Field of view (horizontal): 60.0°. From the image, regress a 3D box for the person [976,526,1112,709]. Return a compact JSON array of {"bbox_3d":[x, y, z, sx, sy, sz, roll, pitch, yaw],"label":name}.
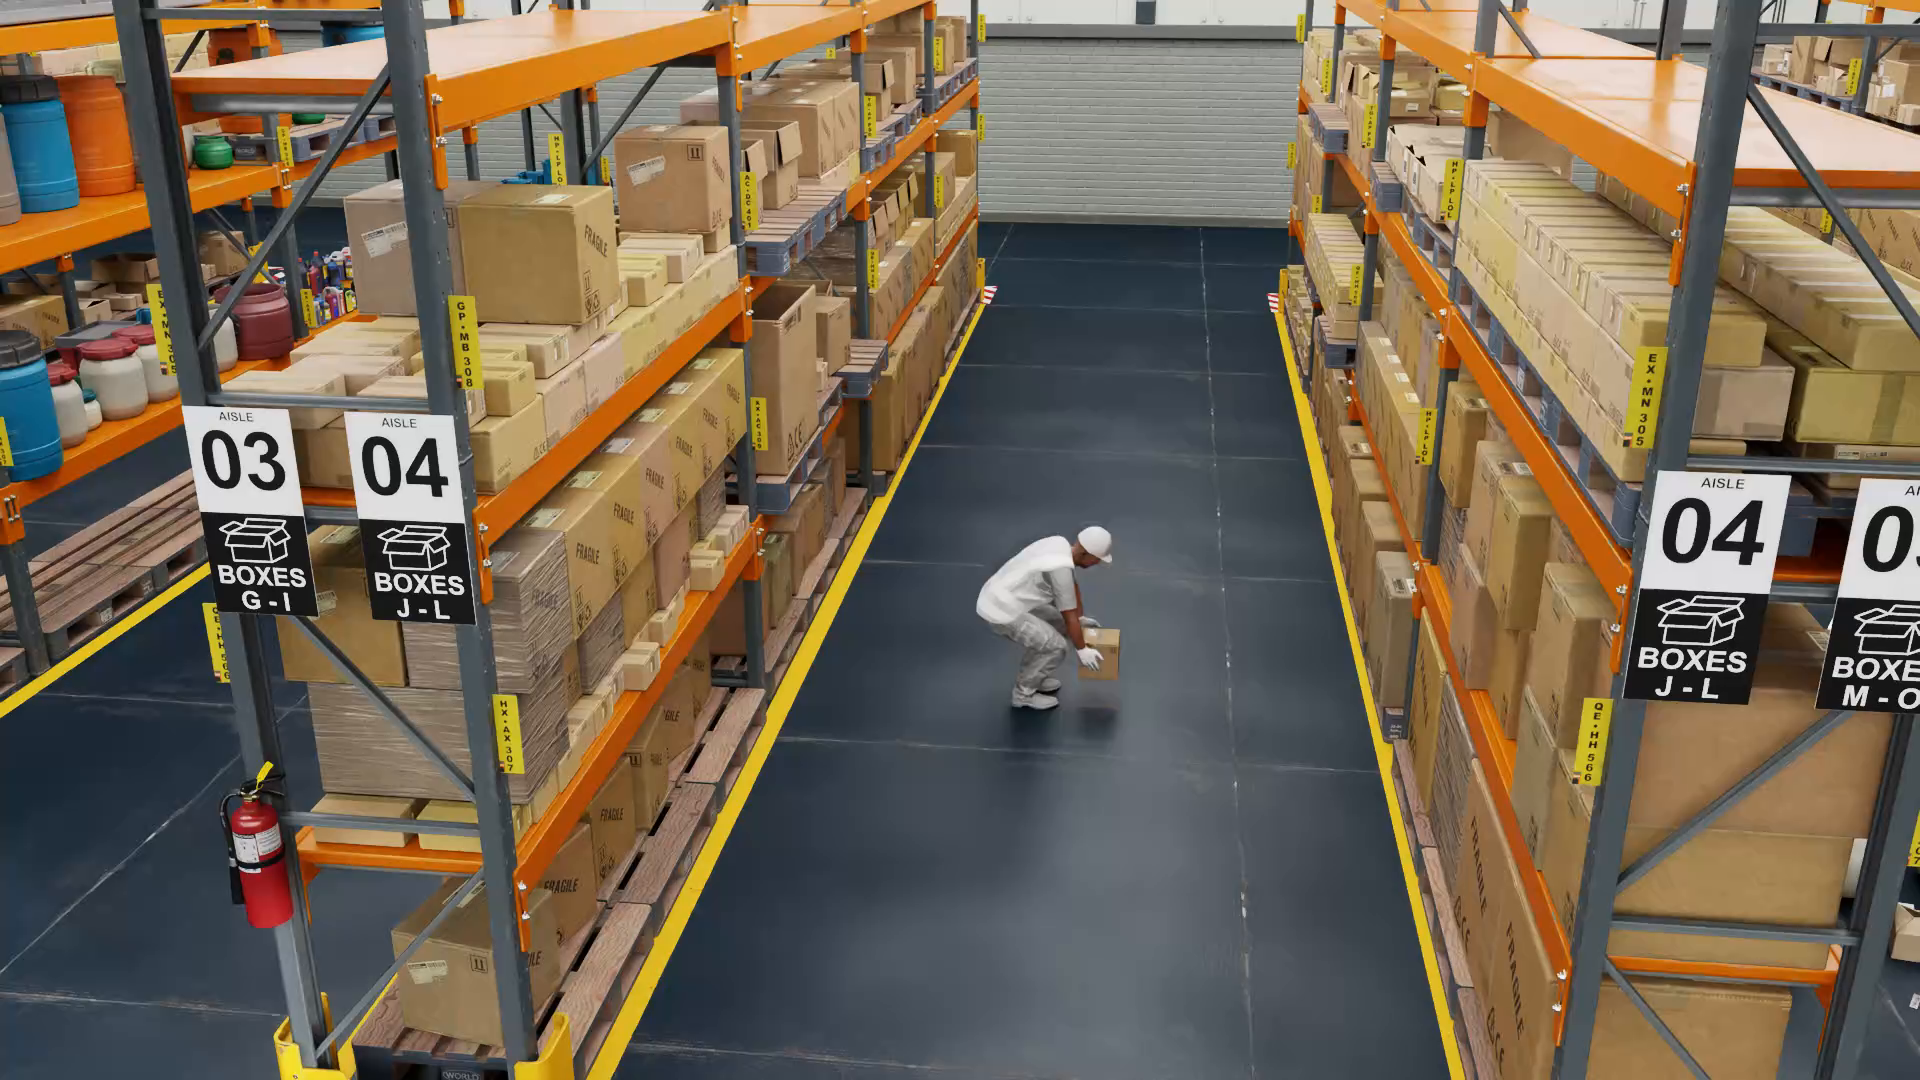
[{"bbox_3d":[0.536,0.460,10.698,0.852,1.183,0.597,2,21,6],"label":"person"}]
